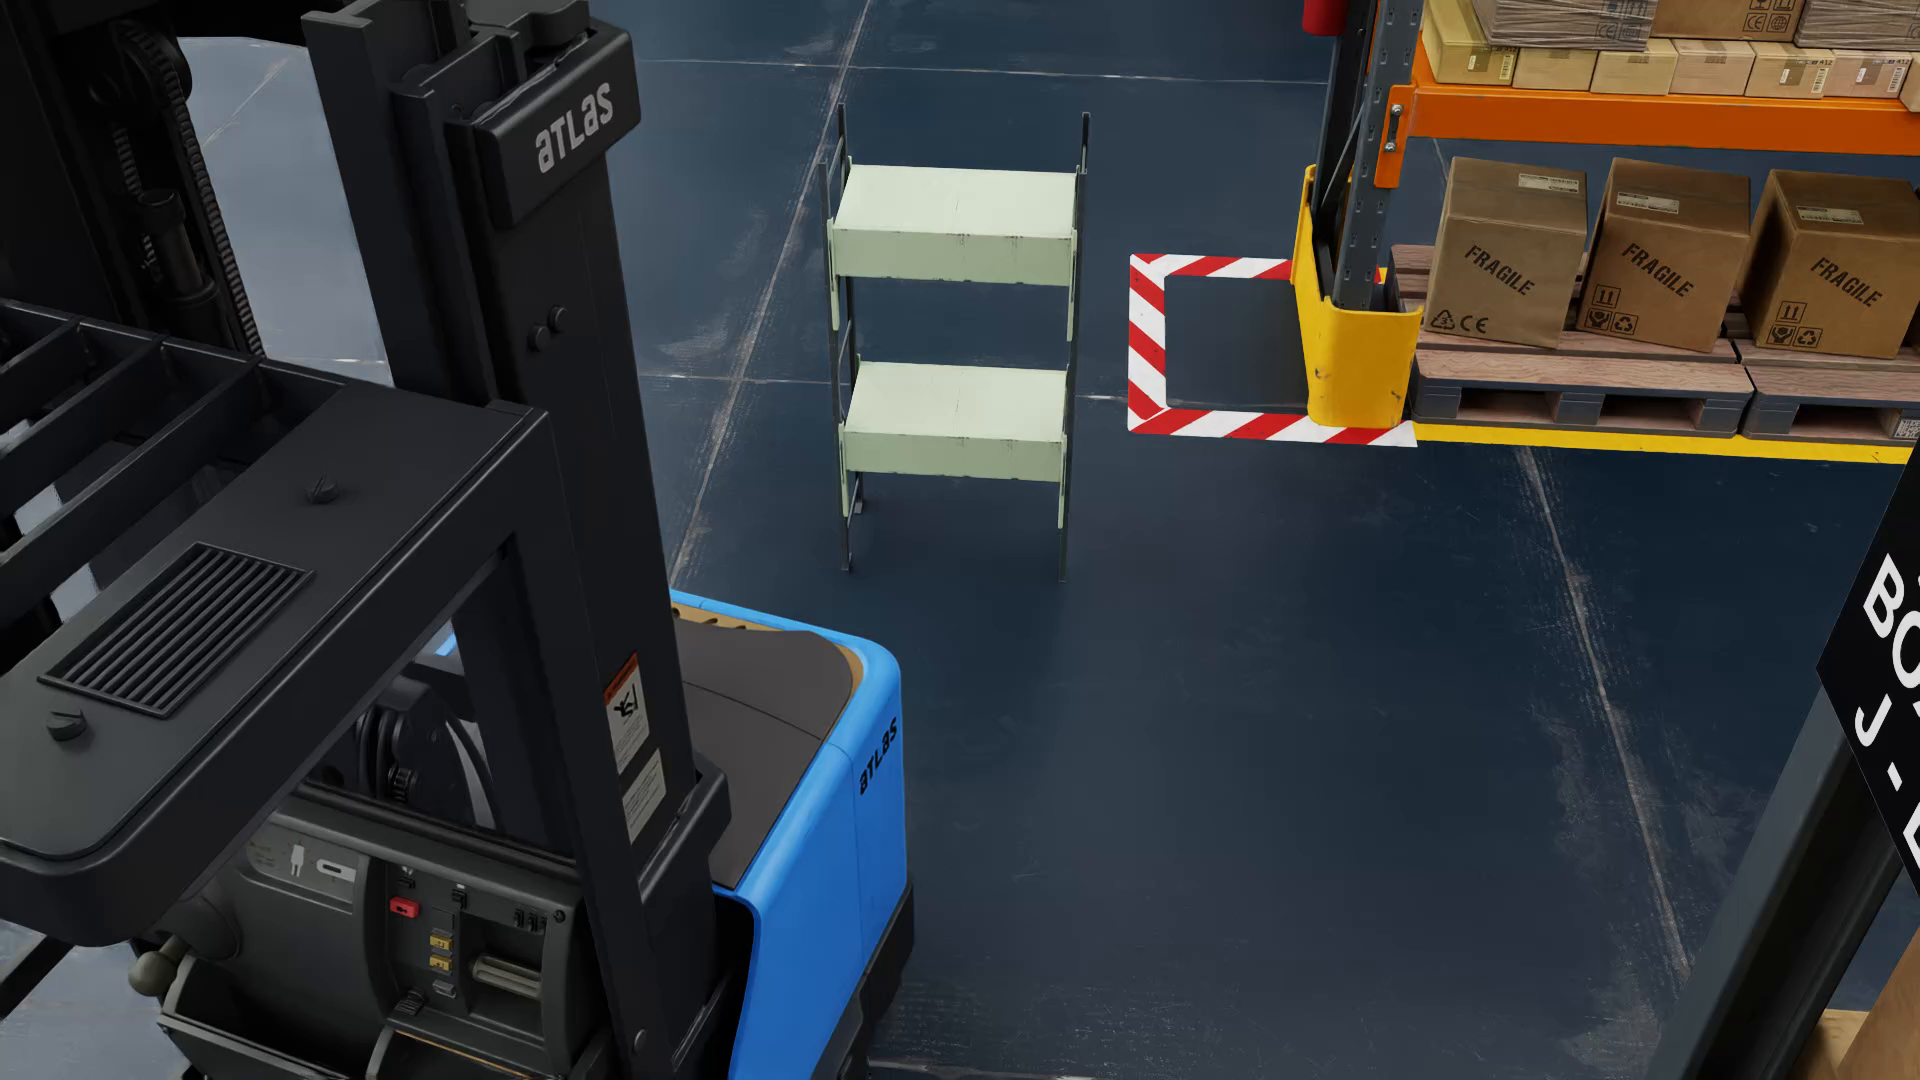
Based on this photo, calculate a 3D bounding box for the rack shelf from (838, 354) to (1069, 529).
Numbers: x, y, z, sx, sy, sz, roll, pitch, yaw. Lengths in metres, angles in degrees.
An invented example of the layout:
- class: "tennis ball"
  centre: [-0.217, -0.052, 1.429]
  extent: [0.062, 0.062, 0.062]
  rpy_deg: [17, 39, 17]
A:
- class: "rack shelf"
  centre: [-0.007, -0.329, 5.483]
  extent: [0.720, 0.370, 0.431]
  rpy_deg: [3, 39, 4]

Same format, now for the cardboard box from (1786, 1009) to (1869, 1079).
- class: "cardboard box"
  centre: [1.314, 1.089, 1.917]
  extent: [0.550, 0.550, 0.875]
  rpy_deg: [3, 39, 4]

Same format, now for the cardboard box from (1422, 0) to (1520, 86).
- class: "cardboard box"
  centre: [1.732, -1.695, 5.655]
  extent: [0.250, 0.149, 0.380]
  rpy_deg: [3, 39, 4]

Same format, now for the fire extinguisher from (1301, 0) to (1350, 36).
- class: "fire extinguisher"
  centre: [1.395, -2.224, 6.168]
  extent: [0.183, 0.674, 0.296]
  rpy_deg: [3, 39, 4]

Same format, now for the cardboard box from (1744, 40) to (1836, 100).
- class: "cardboard box"
  centre: [2.727, -1.628, 5.573]
  extent: [0.250, 0.149, 0.380]
  rpy_deg: [3, 39, 4]

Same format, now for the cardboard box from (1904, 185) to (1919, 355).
- class: "cardboard box"
  centre: [3.862, -0.991, 6.239]
  extent: [0.500, 0.500, 0.500]
  rpy_deg: [0, 39, 0]

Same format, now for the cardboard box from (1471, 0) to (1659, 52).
- class: "cardboard box"
  centre: [2.014, -2.065, 5.596]
  extent: [0.500, 0.500, 0.875]
  rpy_deg: [3, 39, 4]

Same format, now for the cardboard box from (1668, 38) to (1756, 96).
- class: "cardboard box"
  centre: [2.478, -1.646, 5.595]
  extent: [0.250, 0.149, 0.380]
  rpy_deg: [3, 39, 4]

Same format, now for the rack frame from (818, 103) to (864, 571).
- class: "rack frame"
  centre: [-0.371, -0.602, 5.301]
  extent: [0.023, 1.500, 0.400]
  rpy_deg: [3, 39, 4]

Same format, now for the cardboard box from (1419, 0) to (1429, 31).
- class: "cardboard box"
  centre: [1.771, -1.975, 5.999]
  extent: [0.250, 0.149, 0.380]
  rpy_deg: [3, 39, 4]

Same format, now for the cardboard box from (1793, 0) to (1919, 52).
- class: "cardboard box"
  centre: [3.017, -2.059, 5.588]
  extent: [0.500, 0.500, 0.875]
  rpy_deg: [3, 39, 4]

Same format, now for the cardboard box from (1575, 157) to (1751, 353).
- class: "cardboard box"
  centre: [2.688, -1.096, 6.368]
  extent: [0.500, 0.500, 0.500]
  rpy_deg: [13, 41, 15]

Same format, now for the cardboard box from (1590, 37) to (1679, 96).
- class: "cardboard box"
  centre: [2.227, -1.646, 5.596]
  extent: [0.250, 0.149, 0.380]
  rpy_deg: [3, 39, 4]

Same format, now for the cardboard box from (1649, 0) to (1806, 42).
- class: "cardboard box"
  centre: [2.523, -2.113, 5.655]
  extent: [0.500, 0.500, 0.875]
  rpy_deg: [3, 39, 4]

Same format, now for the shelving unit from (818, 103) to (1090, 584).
- class: "shelving unit"
  centre: [-0.007, -0.582, 5.277]
  extent: [0.755, 1.500, 0.431]
  rpy_deg: [3, 39, 4]

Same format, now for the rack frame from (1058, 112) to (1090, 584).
- class: "rack frame"
  centre: [0.358, -0.562, 5.252]
  extent: [0.023, 1.500, 0.400]
  rpy_deg: [3, 39, 4]

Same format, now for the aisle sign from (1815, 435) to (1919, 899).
- class: "aisle sign"
  centre: [0.895, -0.045, 1.370]
  extent: [0.004, 0.787, 0.394]
  rpy_deg: [3, 39, 4]

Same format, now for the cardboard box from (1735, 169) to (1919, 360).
- class: "cardboard box"
  centre: [3.310, -1.050, 6.311]
  extent: [0.500, 0.500, 0.500]
  rpy_deg: [7, 40, 8]

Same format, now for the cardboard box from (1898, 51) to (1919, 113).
- class: "cardboard box"
  centre: [3.218, -1.552, 5.480]
  extent: [0.250, 0.149, 0.380]
  rpy_deg: [3, 39, 4]

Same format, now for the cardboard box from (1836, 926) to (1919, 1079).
- class: "cardboard box"
  centre: [1.307, 0.723, 1.511]
  extent: [0.550, 0.550, 0.875]
  rpy_deg: [3, 39, 4]

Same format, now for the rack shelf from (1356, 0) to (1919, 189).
- class: "rack shelf"
  centre: [3.461, -1.570, 5.873]
  extent: [4.000, 0.370, 1.077]
  rpy_deg: [3, 39, 4]

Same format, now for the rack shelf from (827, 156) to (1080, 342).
- class: "rack shelf"
  centre: [-0.007, -0.885, 5.031]
  extent: [0.720, 0.370, 0.431]
  rpy_deg: [3, 39, 4]

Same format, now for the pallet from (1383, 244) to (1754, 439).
- class: "pallet"
  centre: [2.351, -0.806, 6.573]
  extent: [1.213, 0.211, 1.003]
  rpy_deg: [3, 39, 4]

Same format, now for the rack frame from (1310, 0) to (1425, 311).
- class: "rack frame"
  centre: [1.469, -1.958, 5.779]
  extent: [0.127, 3.000, 1.000]
  rpy_deg: [3, 39, 4]

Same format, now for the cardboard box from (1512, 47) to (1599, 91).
- class: "cardboard box"
  centre: [1.980, -1.669, 5.624]
  extent: [0.250, 0.149, 0.380]
  rpy_deg: [3, 39, 4]

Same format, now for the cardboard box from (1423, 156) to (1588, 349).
- class: "cardboard box"
  centre: [2.090, -1.107, 6.381]
  extent: [0.500, 0.500, 0.500]
  rpy_deg: [10, 40, 12]

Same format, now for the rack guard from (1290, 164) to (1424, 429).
- class: "rack guard"
  centre: [1.545, -0.984, 6.563]
  extent: [0.348, 0.500, 1.175]
  rpy_deg: [3, 39, 4]

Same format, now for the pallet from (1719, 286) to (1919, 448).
- class: "pallet"
  centre: [3.563, -0.738, 6.489]
  extent: [1.213, 0.211, 1.003]
  rpy_deg: [3, 39, 4]

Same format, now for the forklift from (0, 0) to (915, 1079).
- class: "forklift"
  centre: [-1.108, 0.702, 2.565]
  extent: [1.130, 2.935, 3.031]
  rpy_deg: [13, 41, 16]

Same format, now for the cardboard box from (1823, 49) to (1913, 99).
- class: "cardboard box"
  centre: [2.978, -1.631, 5.577]
  extent: [0.250, 0.149, 0.380]
  rpy_deg: [3, 39, 4]
